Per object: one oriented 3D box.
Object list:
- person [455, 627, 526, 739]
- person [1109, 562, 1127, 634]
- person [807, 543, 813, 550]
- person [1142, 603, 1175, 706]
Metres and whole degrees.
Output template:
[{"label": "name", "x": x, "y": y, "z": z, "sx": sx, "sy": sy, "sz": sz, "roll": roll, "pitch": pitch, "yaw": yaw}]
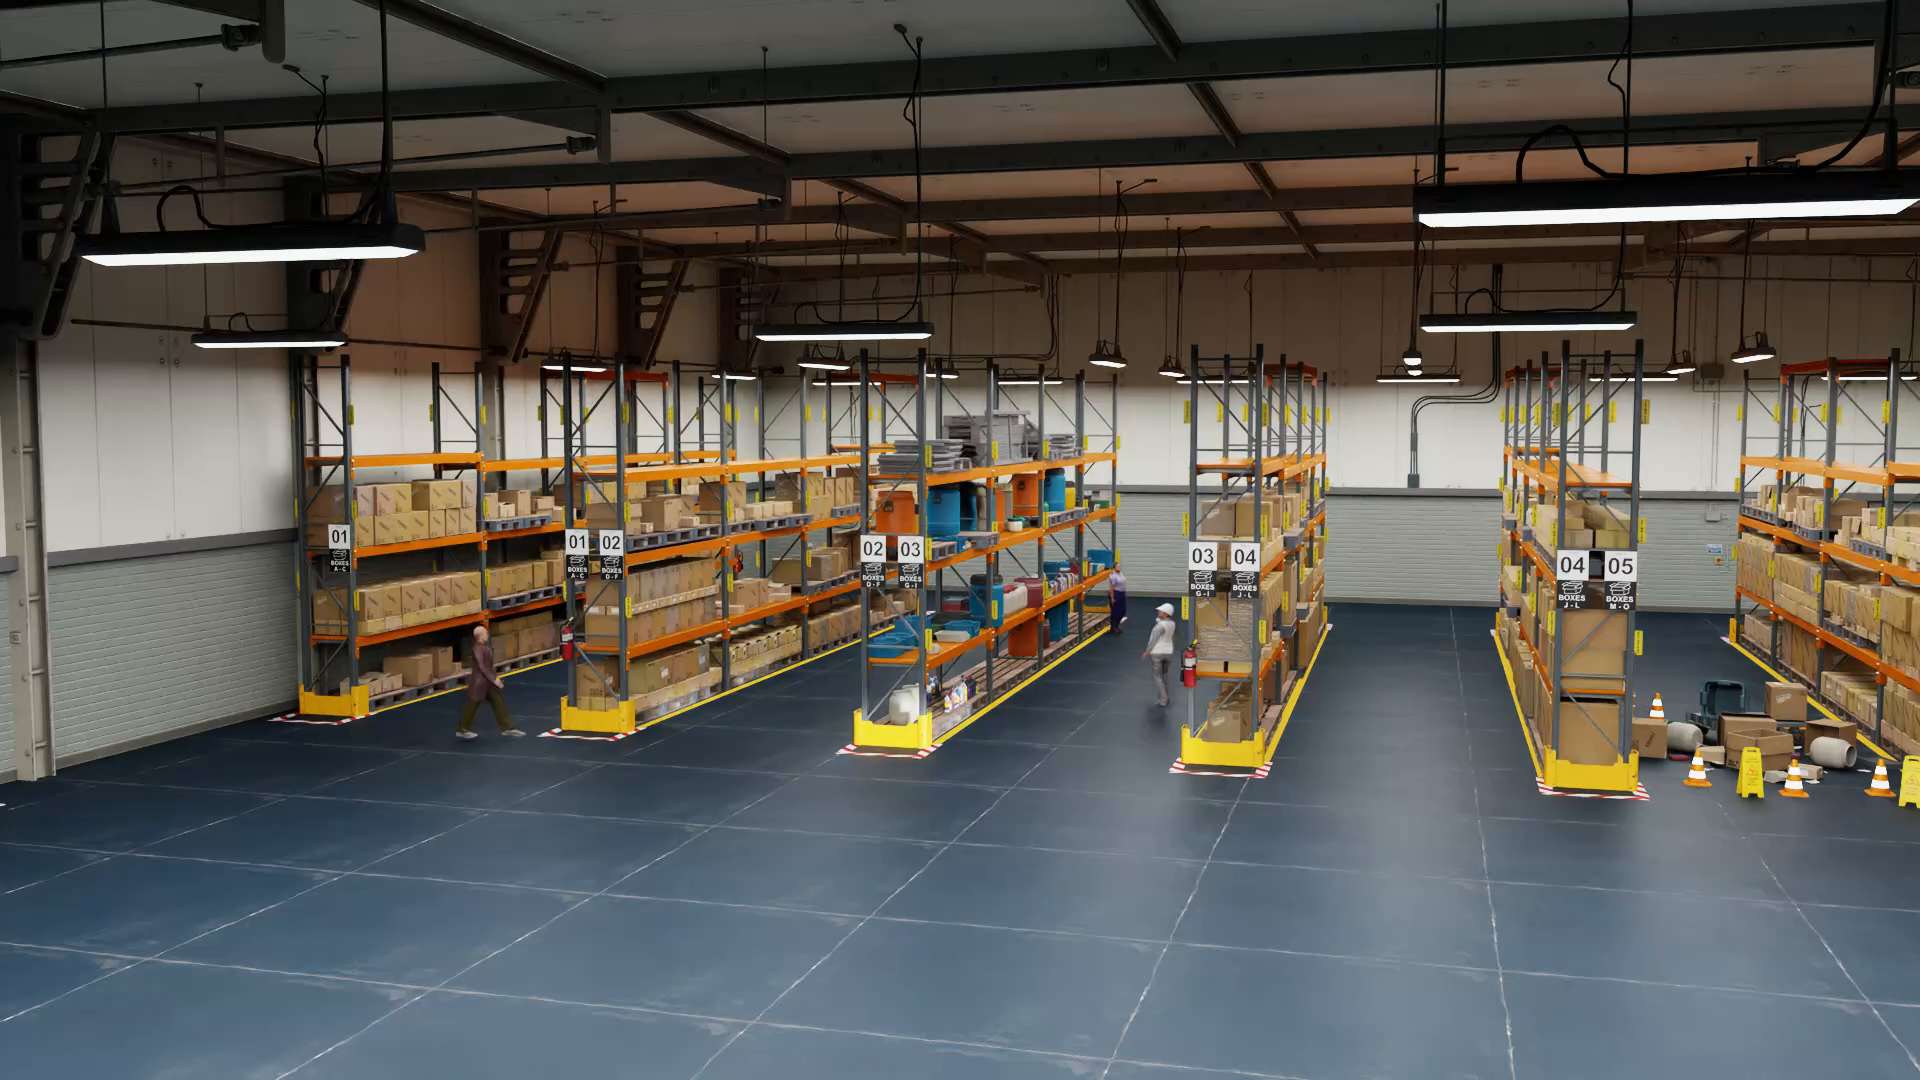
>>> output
[{"label": "person", "x": -7.247, "y": 2.188, "z": 25.487, "sx": 1.063, "sy": 1.731, "sz": 0.567, "roll": 1, "pitch": 4, "yaw": 7}, {"label": "person", "x": 3.607, "y": 1.318, "z": 38.252, "sx": 0.439, "sy": 1.650, "sz": 0.538, "roll": 4, "pitch": 6, "yaw": 43}, {"label": "person", "x": -3.975, "y": 0.880, "z": 43.955, "sx": 0.483, "sy": 1.636, "sz": 0.789, "roll": 1, "pitch": 4, "yaw": 7}, {"label": "person", "x": 3.450, "y": 2.000, "z": 28.650, "sx": 0.591, "sy": 1.830, "sz": 0.552, "roll": -2, "pitch": 5, "yaw": -26}]
